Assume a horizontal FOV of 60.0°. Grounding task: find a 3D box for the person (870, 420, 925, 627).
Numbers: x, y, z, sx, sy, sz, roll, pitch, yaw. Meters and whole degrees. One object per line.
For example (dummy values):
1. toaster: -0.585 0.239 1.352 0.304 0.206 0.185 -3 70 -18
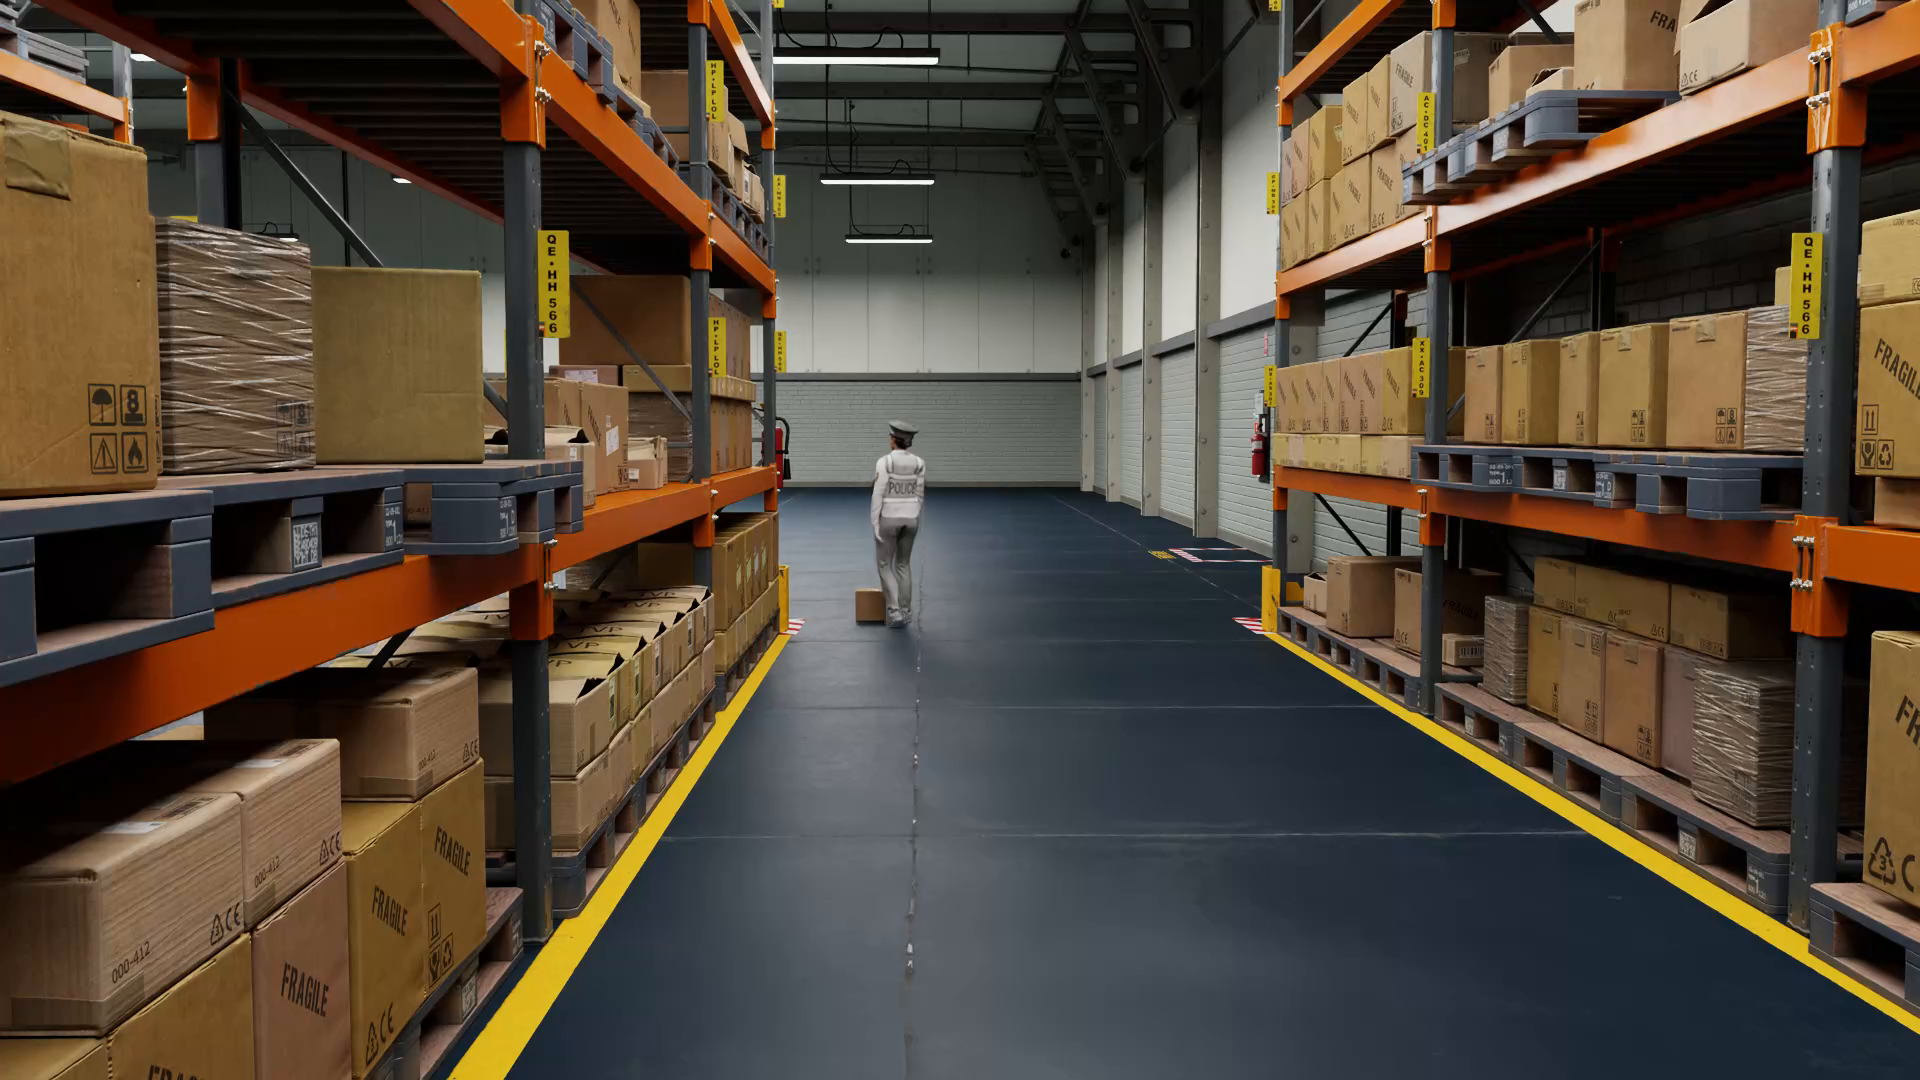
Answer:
1. person: -0.538 -0.096 13.523 0.481 1.761 0.466 -2 4 -29
